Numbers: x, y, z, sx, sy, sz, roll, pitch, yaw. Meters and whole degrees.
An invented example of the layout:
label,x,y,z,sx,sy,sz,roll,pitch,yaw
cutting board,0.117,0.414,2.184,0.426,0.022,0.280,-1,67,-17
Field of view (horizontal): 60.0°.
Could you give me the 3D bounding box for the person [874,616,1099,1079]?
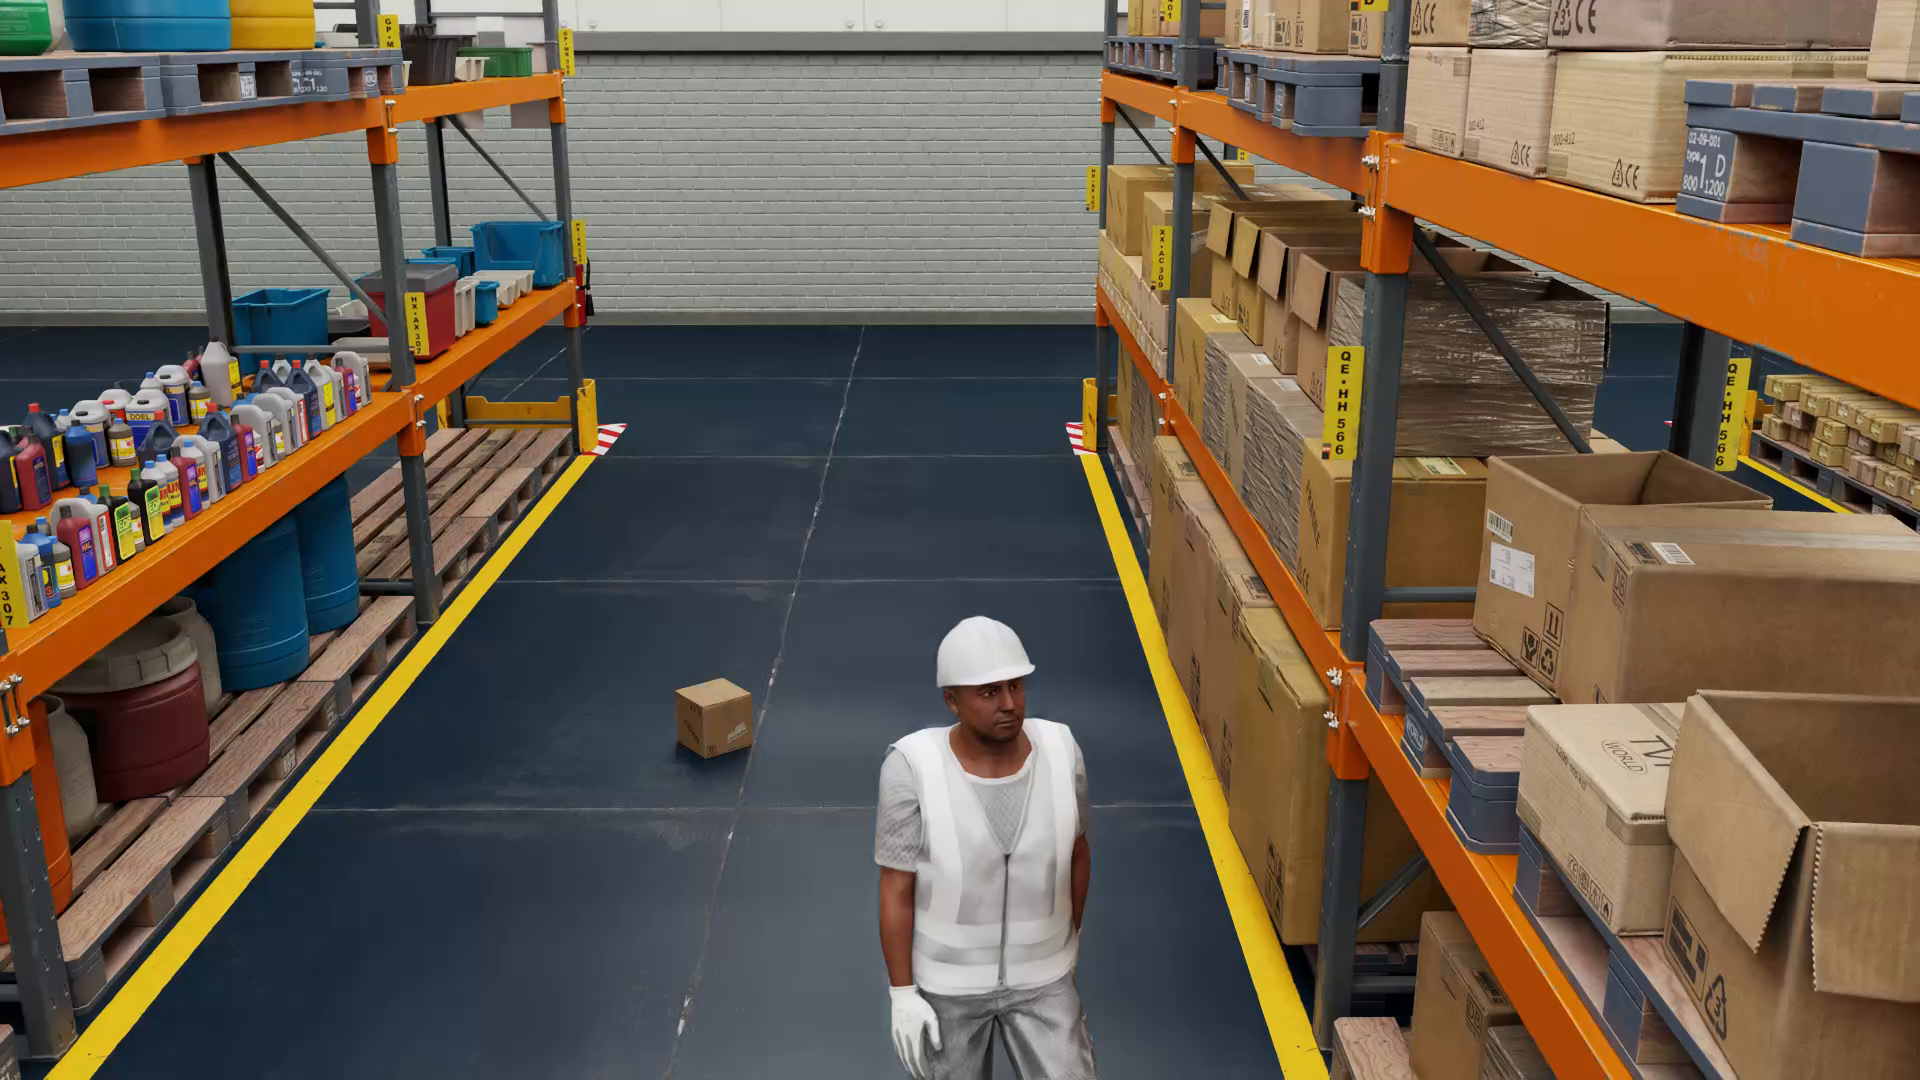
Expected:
label,x,y,z,sx,sy,sz,roll,pitch,yaw
person,0.075,1.077,3.999,0.550,1.842,0.492,-3,17,-11
